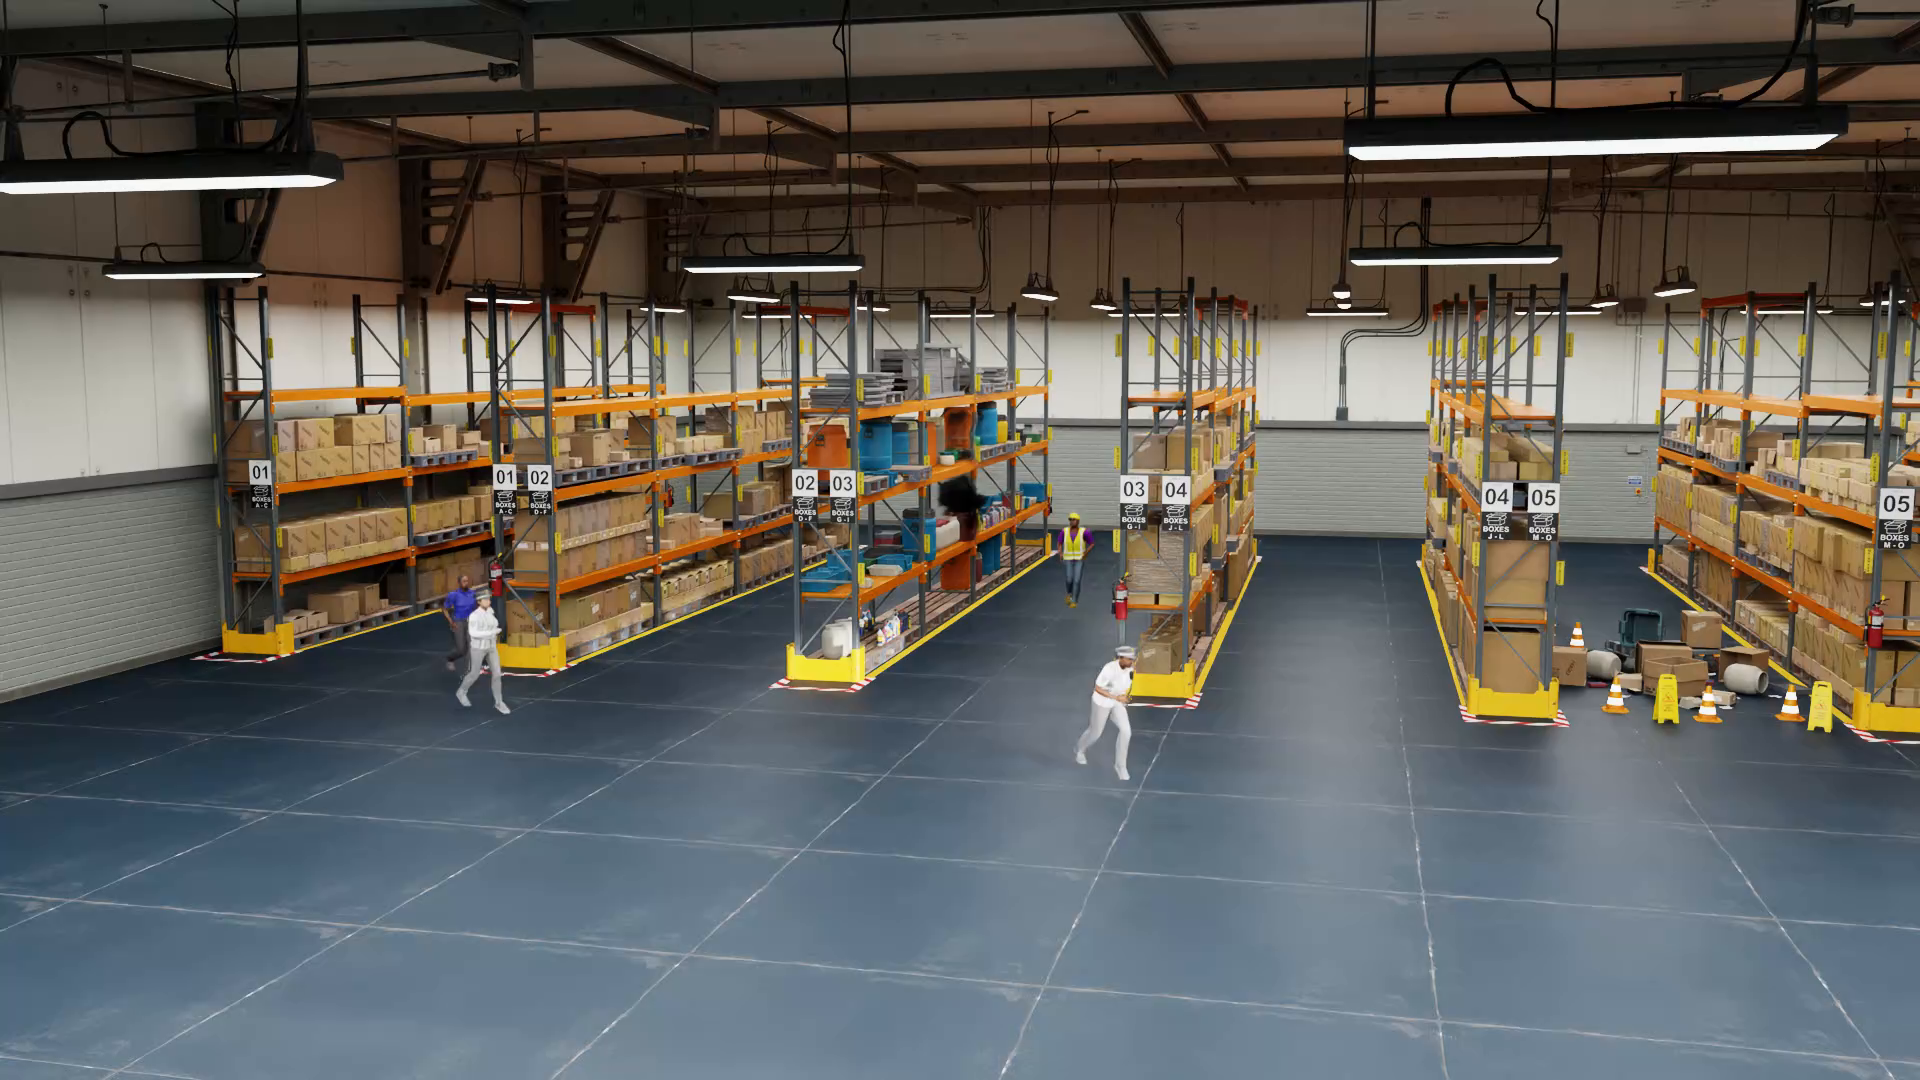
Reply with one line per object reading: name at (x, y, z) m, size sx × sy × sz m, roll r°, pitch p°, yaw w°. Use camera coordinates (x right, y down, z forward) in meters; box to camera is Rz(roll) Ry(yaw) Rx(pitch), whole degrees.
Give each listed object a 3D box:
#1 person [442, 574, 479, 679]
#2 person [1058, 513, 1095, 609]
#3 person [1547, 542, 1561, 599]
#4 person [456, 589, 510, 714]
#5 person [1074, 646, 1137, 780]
person at (-7.592, 1.310, 25.306) m, size 0.606 × 1.624 × 0.611 m, roll 6°, pitch 9°, yaw 44°
person at (2.106, 0.372, 30.342) m, size 0.690 × 1.741 × 0.573 m, roll 1°, pitch 7°, yaw 11°
person at (11.270, 0.523, 31.937) m, size 0.537 × 1.586 × 0.881 m, roll 1°, pitch 7°, yaw 6°
person at (-6.584, 1.512, 22.908) m, size 0.919 × 1.702 × 0.597 m, roll 4°, pitch 8°, yaw 30°
person at (1.720, 1.998, 19.663) m, size 0.618 × 1.623 × 0.983 m, roll -5°, pitch 8°, yaw -38°
